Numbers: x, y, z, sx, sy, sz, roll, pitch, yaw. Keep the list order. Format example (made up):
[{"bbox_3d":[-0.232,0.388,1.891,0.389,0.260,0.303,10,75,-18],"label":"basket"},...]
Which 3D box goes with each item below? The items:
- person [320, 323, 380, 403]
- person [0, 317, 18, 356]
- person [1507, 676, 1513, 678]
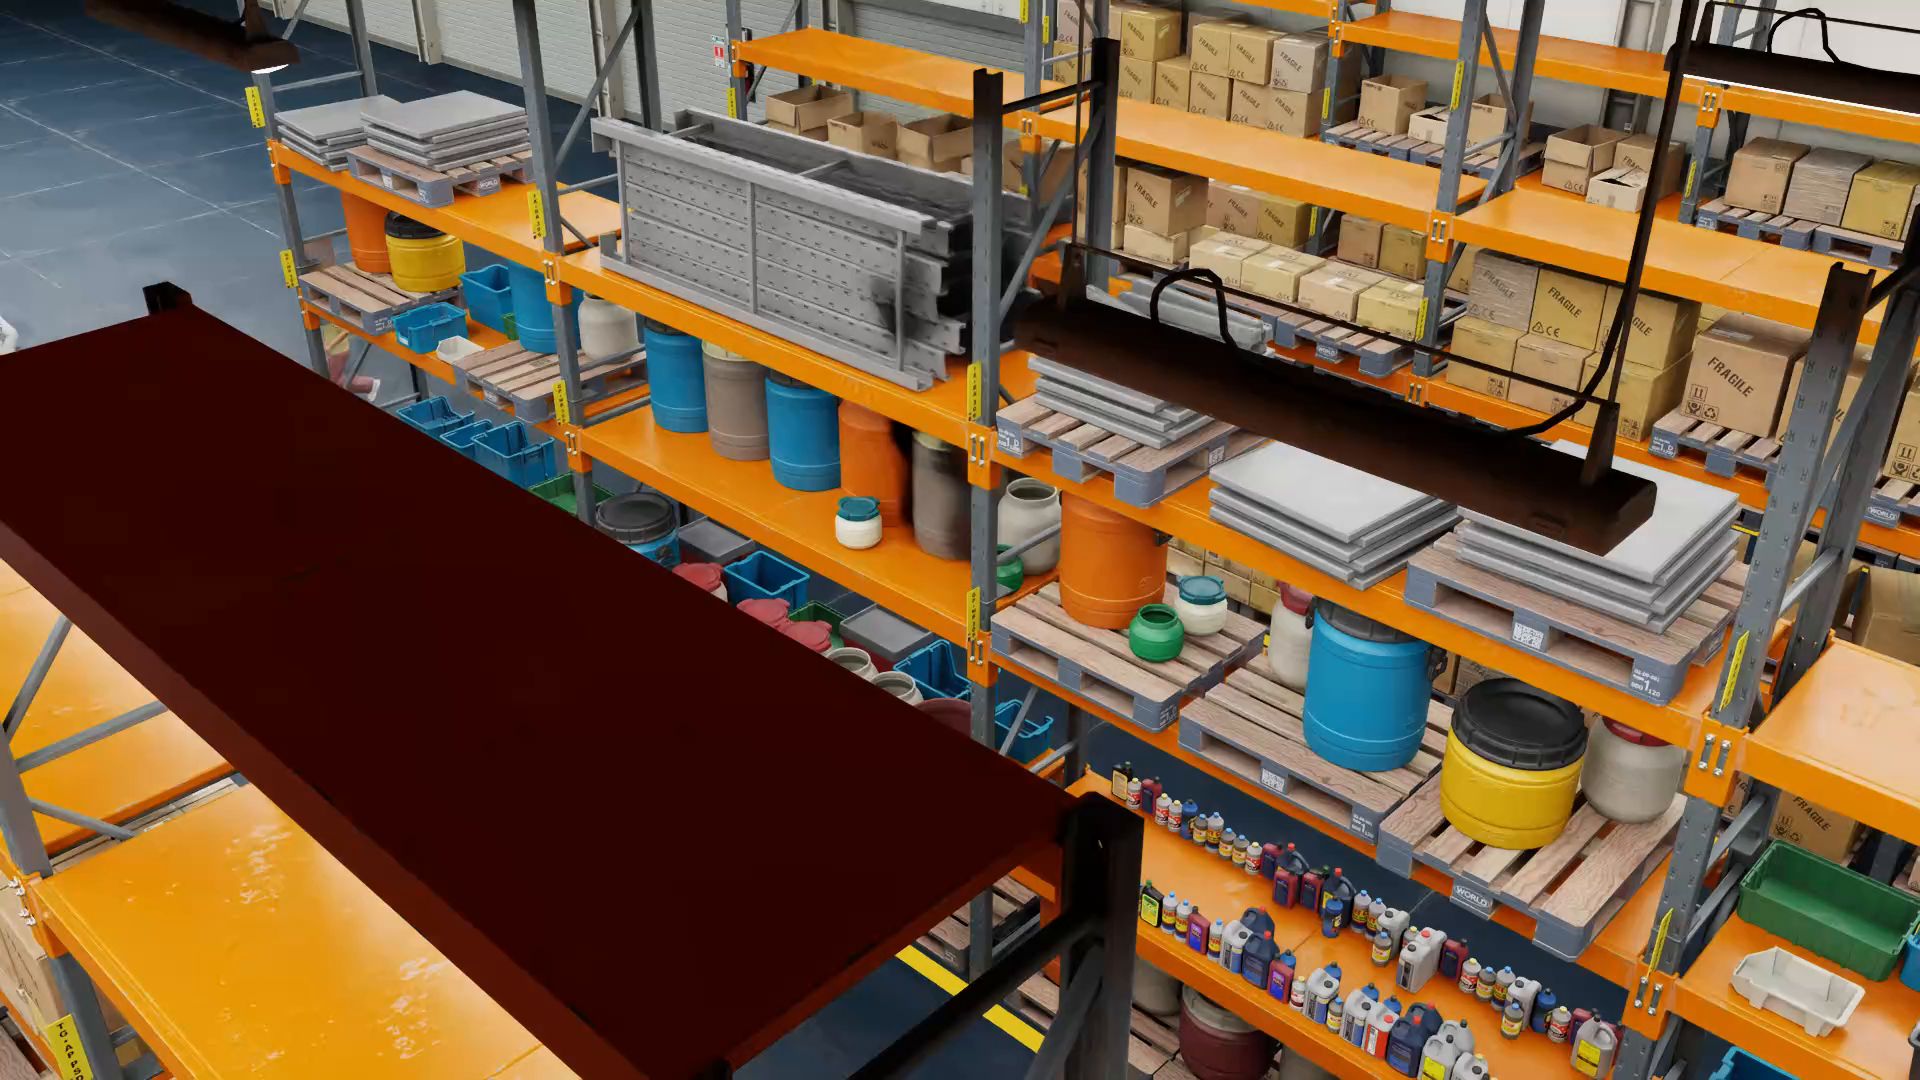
[{"bbox_3d":[-6.815,-2.118,18.363,0.648,1.637,0.581,-10,31,-17],"label":"person"},{"bbox_3d":[-10.194,-1.844,17.642,1.033,1.797,0.690,-16,33,-26],"label":"person"},{"bbox_3d":[3.669,1.652,11.330,1.031,1.701,0.712,17,33,27],"label":"person"}]
